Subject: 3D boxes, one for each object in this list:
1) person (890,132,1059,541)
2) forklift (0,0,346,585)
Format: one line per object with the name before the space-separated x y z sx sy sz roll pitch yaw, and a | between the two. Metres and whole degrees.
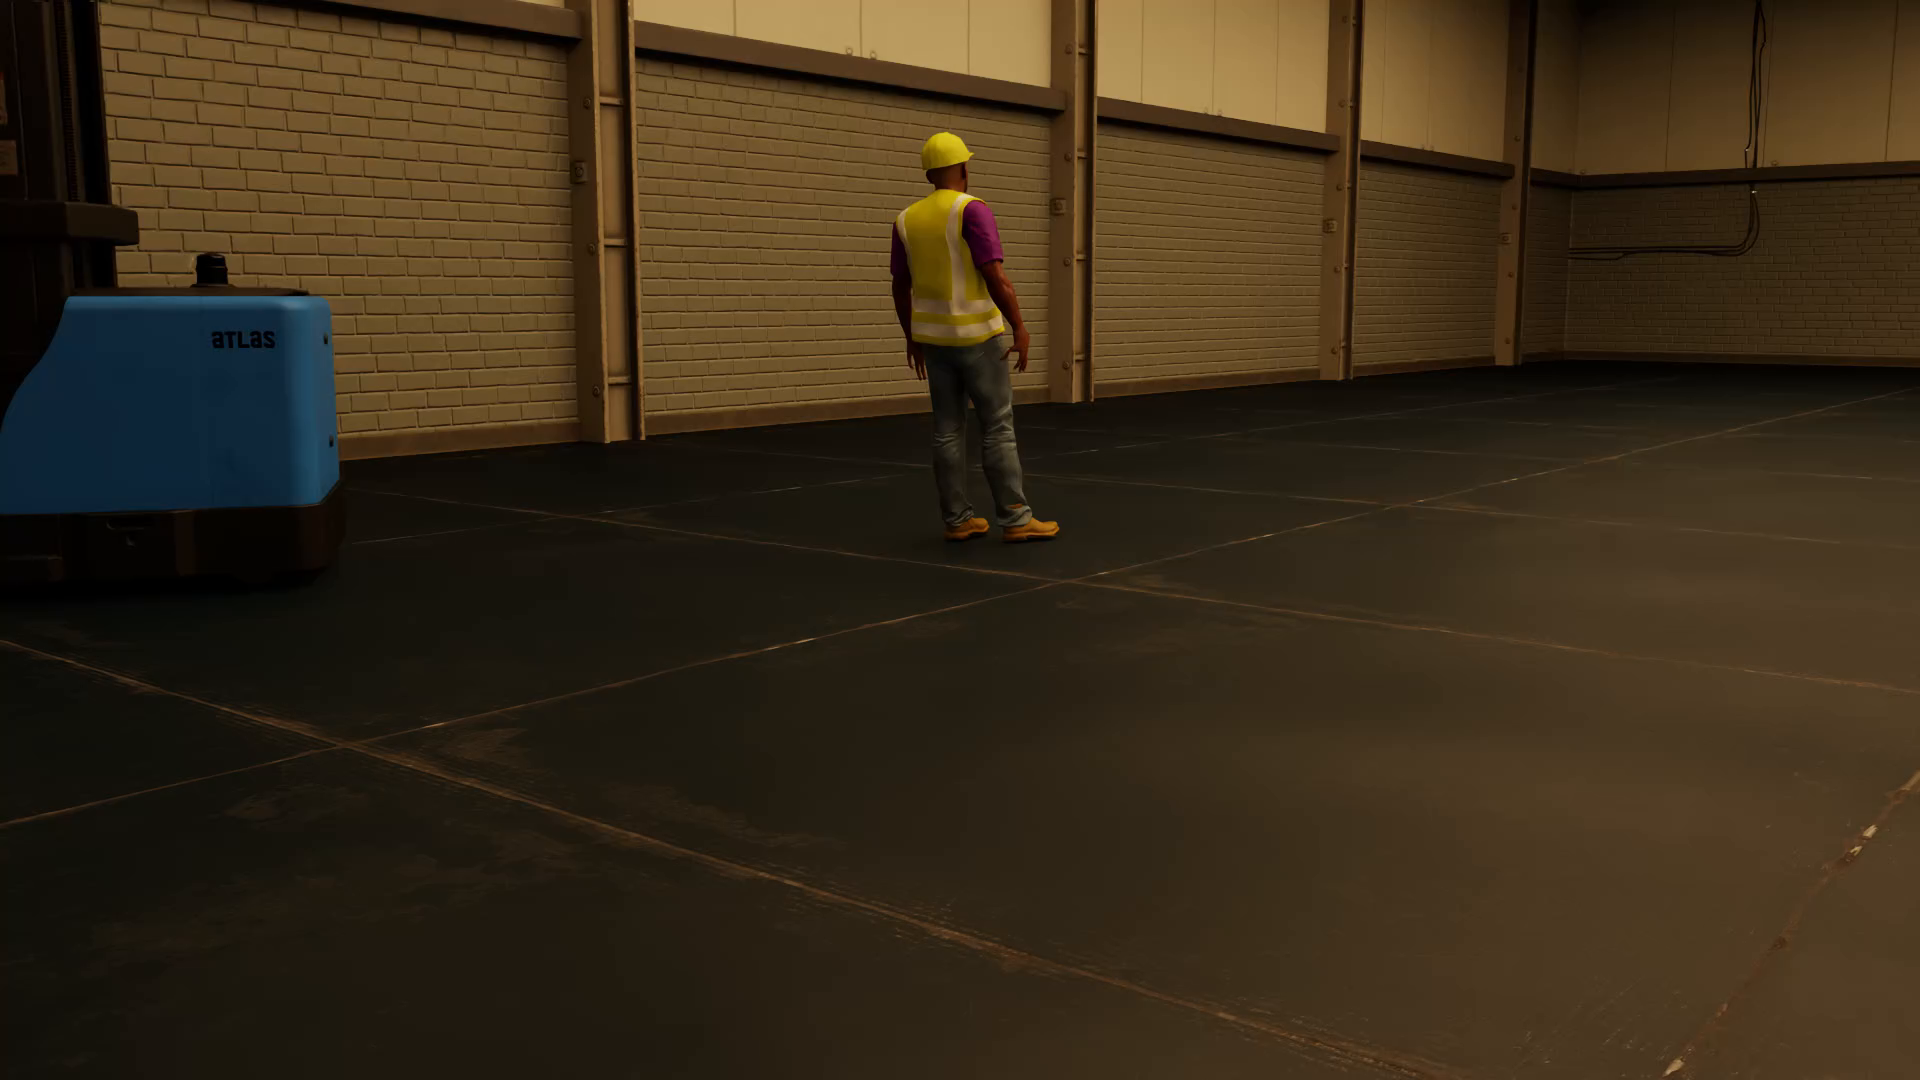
person | 0.048 -0.888 7.326 0.666 1.765 0.577 7 11 38
forklift | -3.951 -1.283 6.051 3.031 2.935 1.130 -2 9 -15
